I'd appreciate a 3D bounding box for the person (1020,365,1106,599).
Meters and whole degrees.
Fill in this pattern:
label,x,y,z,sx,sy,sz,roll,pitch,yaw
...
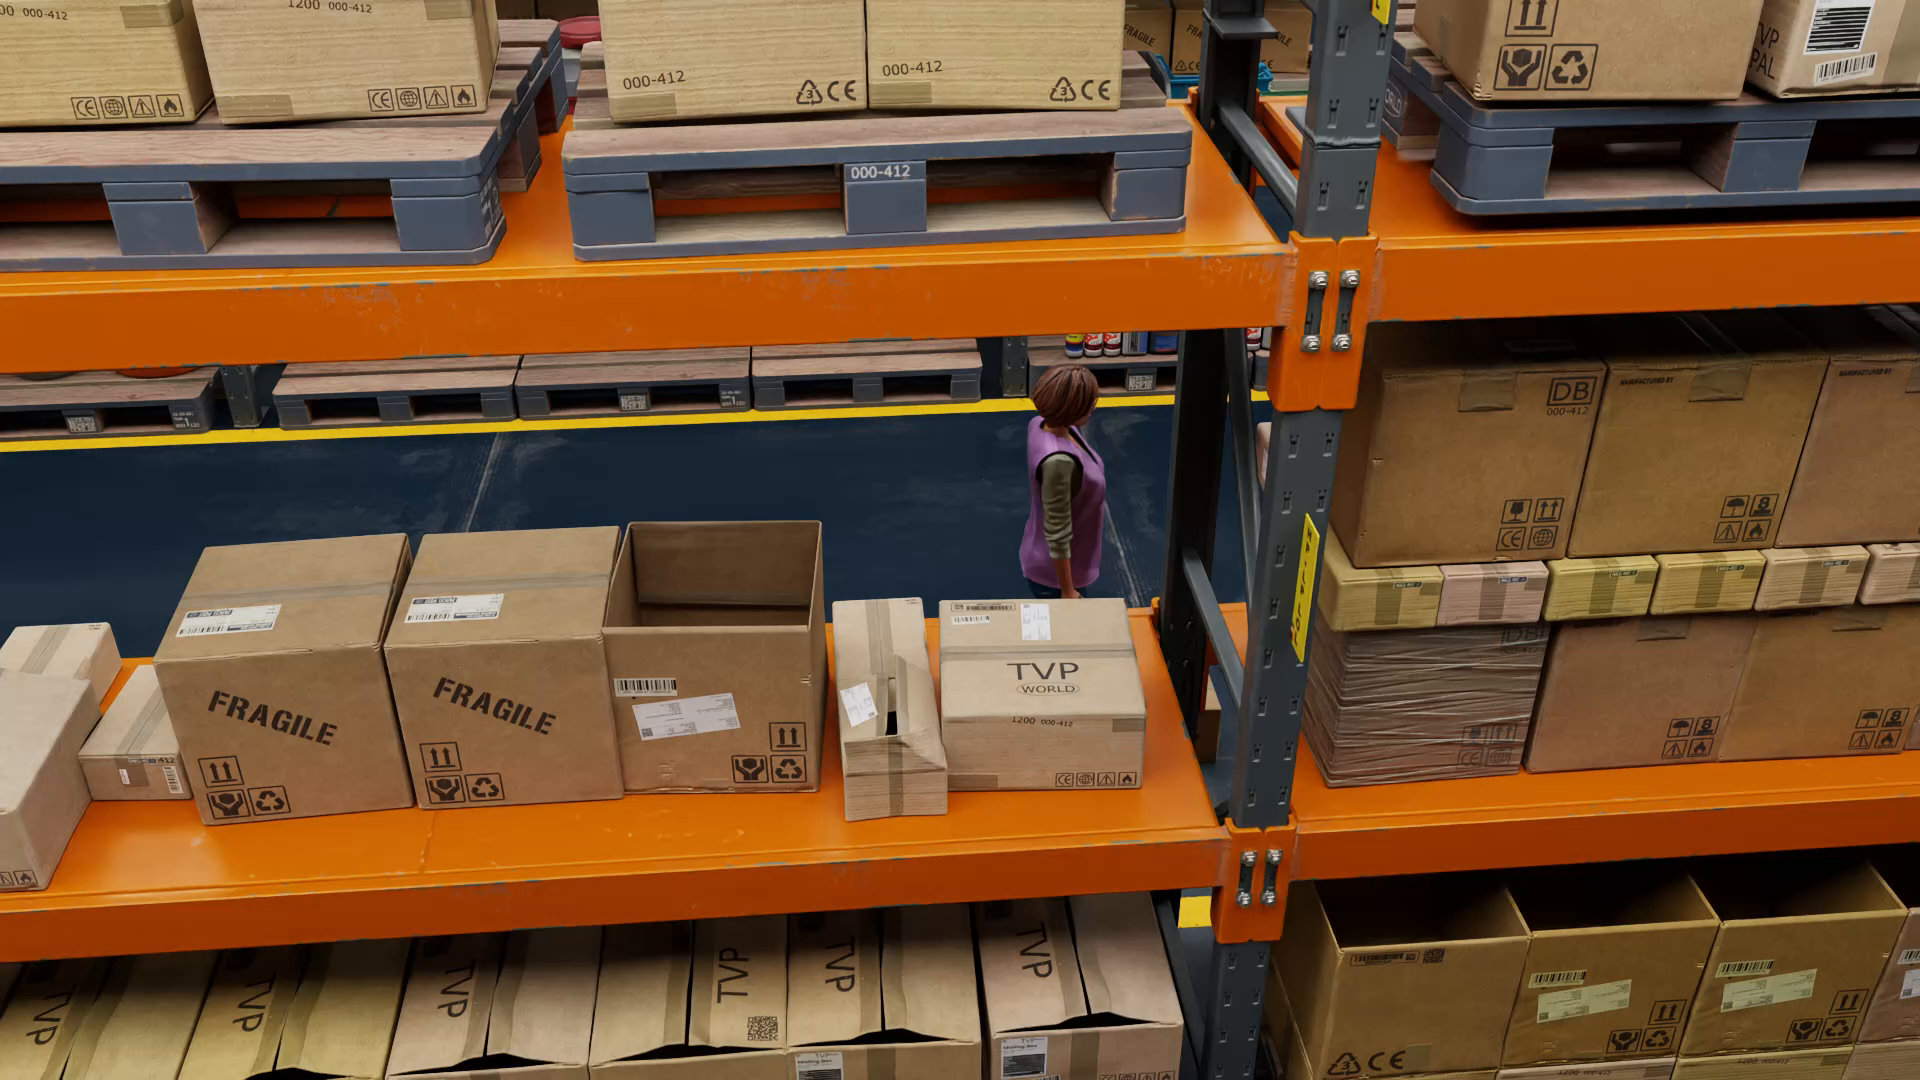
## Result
label,x,y,z,sx,sy,sz,roll,pitch,yaw
person,0.364,0.109,5.980,0.300,1.586,0.405,0,32,-1
